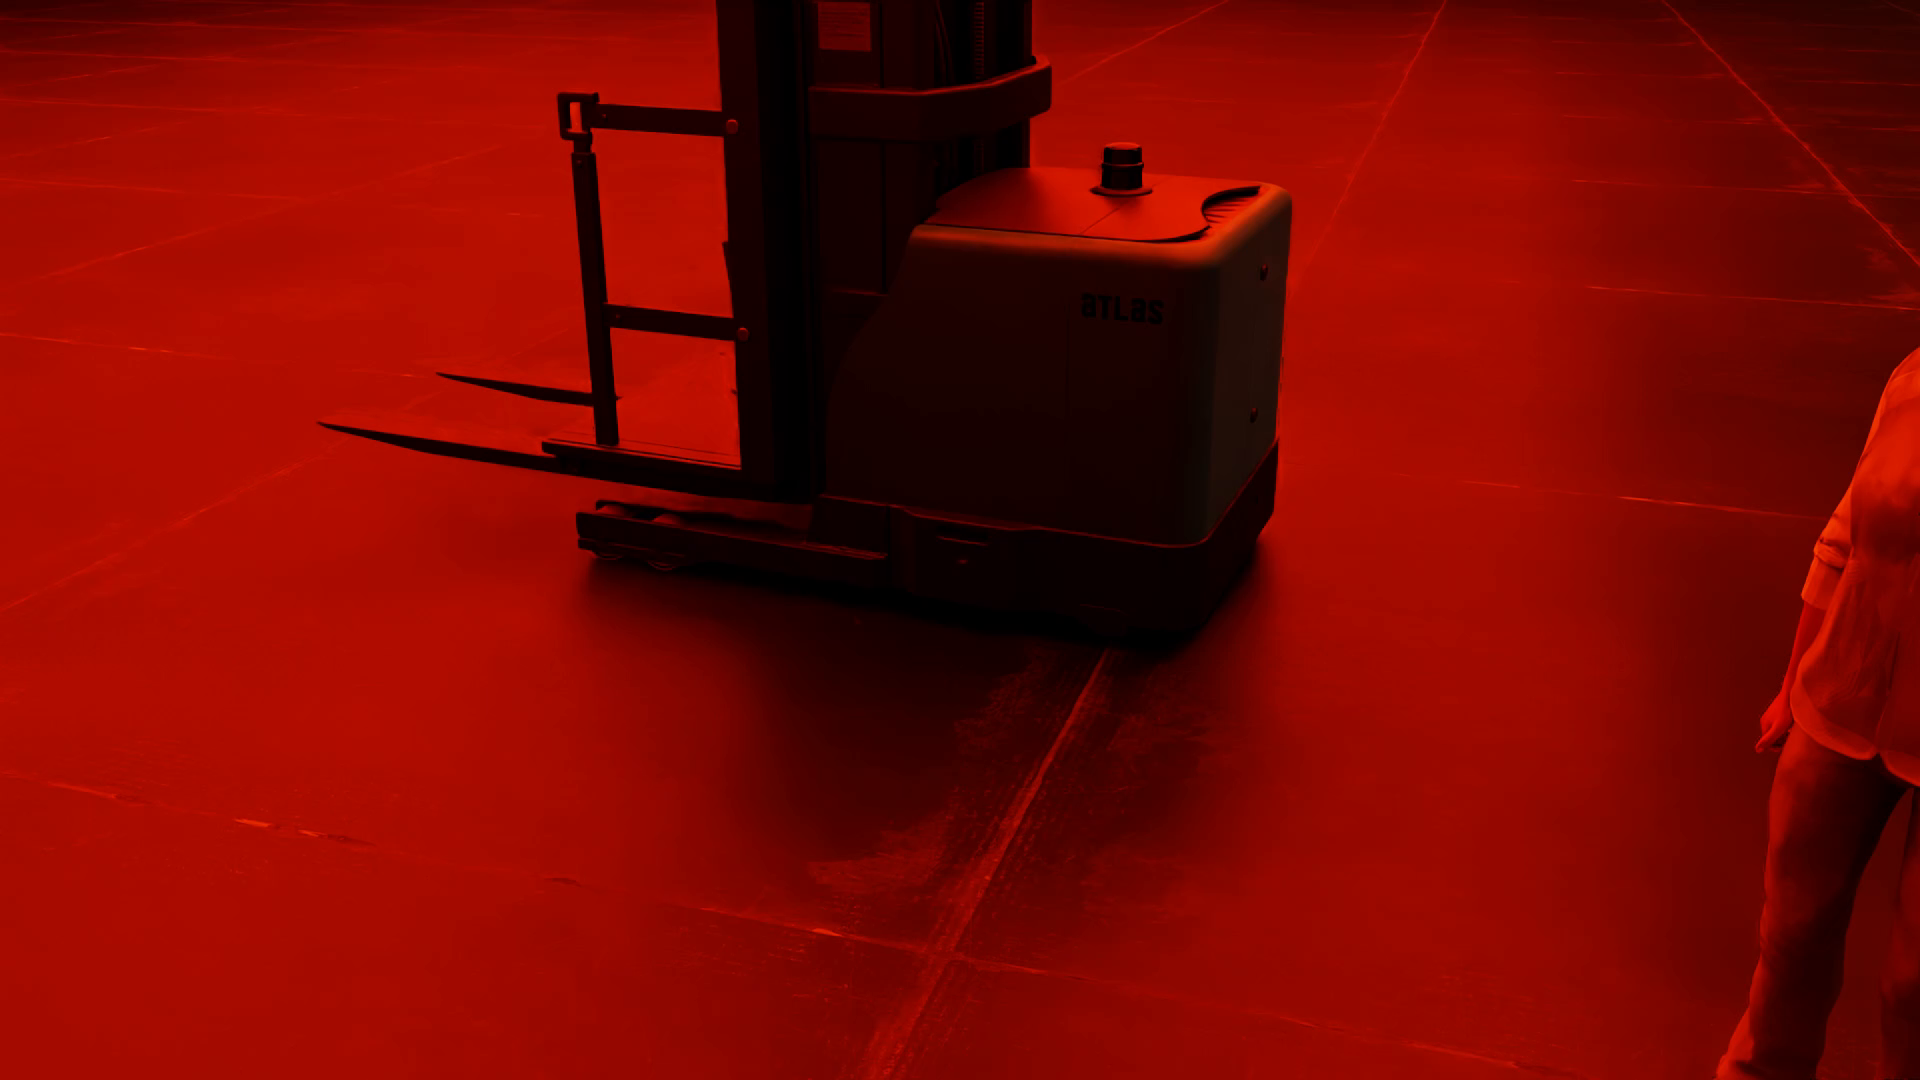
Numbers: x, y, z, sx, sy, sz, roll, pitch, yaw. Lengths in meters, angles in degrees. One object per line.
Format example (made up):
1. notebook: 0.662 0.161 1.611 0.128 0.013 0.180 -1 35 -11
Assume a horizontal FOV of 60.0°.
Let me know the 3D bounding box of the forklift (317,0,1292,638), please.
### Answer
1. forklift: -0.597 -1.439 4.766 3.031 2.935 1.130 9 24 20

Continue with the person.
1. person: 1.323 0.298 2.304 0.329 1.602 0.444 -15 27 -33
